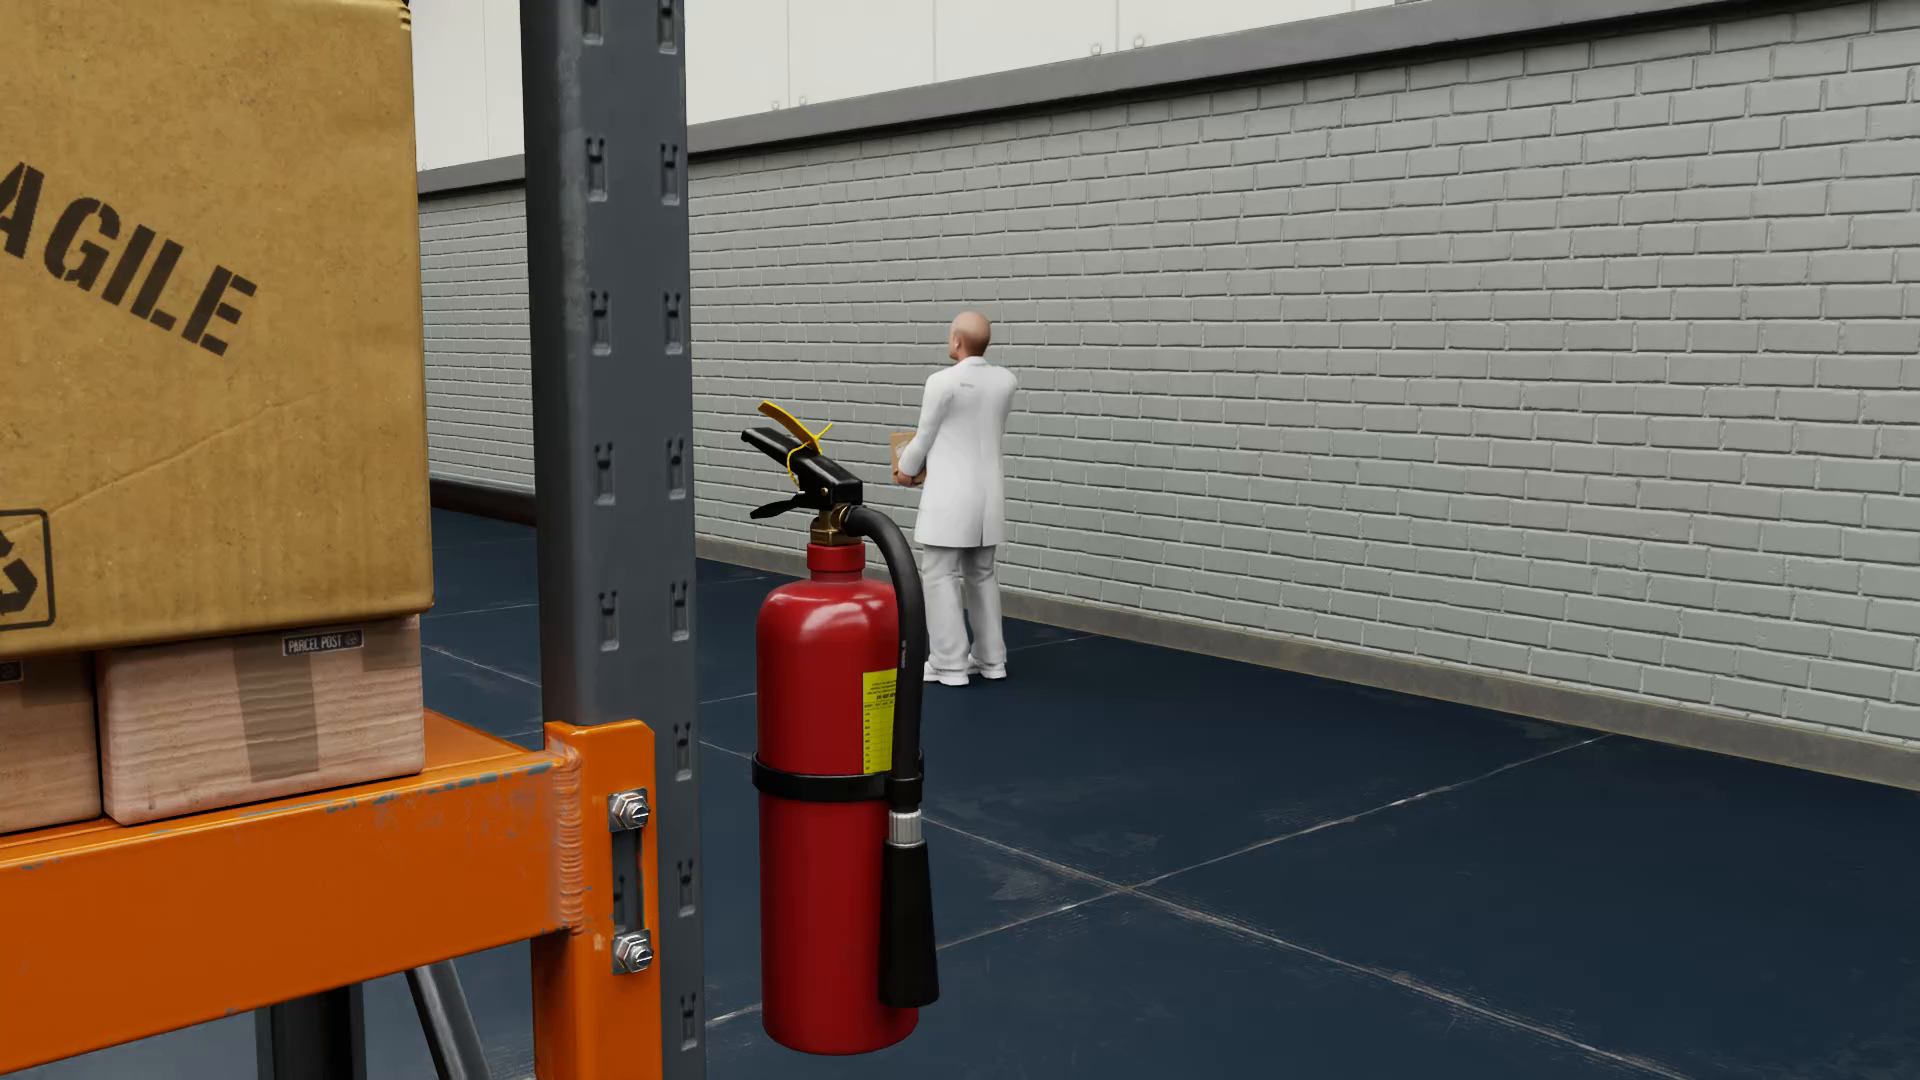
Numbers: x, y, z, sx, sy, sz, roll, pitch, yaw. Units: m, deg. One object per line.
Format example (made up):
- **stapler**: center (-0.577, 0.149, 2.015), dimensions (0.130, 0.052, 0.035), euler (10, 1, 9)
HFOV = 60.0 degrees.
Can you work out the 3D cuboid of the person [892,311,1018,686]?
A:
- **person**: center (-0.051, -0.166, 8.026), dimensions (0.530, 1.678, 0.563), euler (-6, 10, -40)
